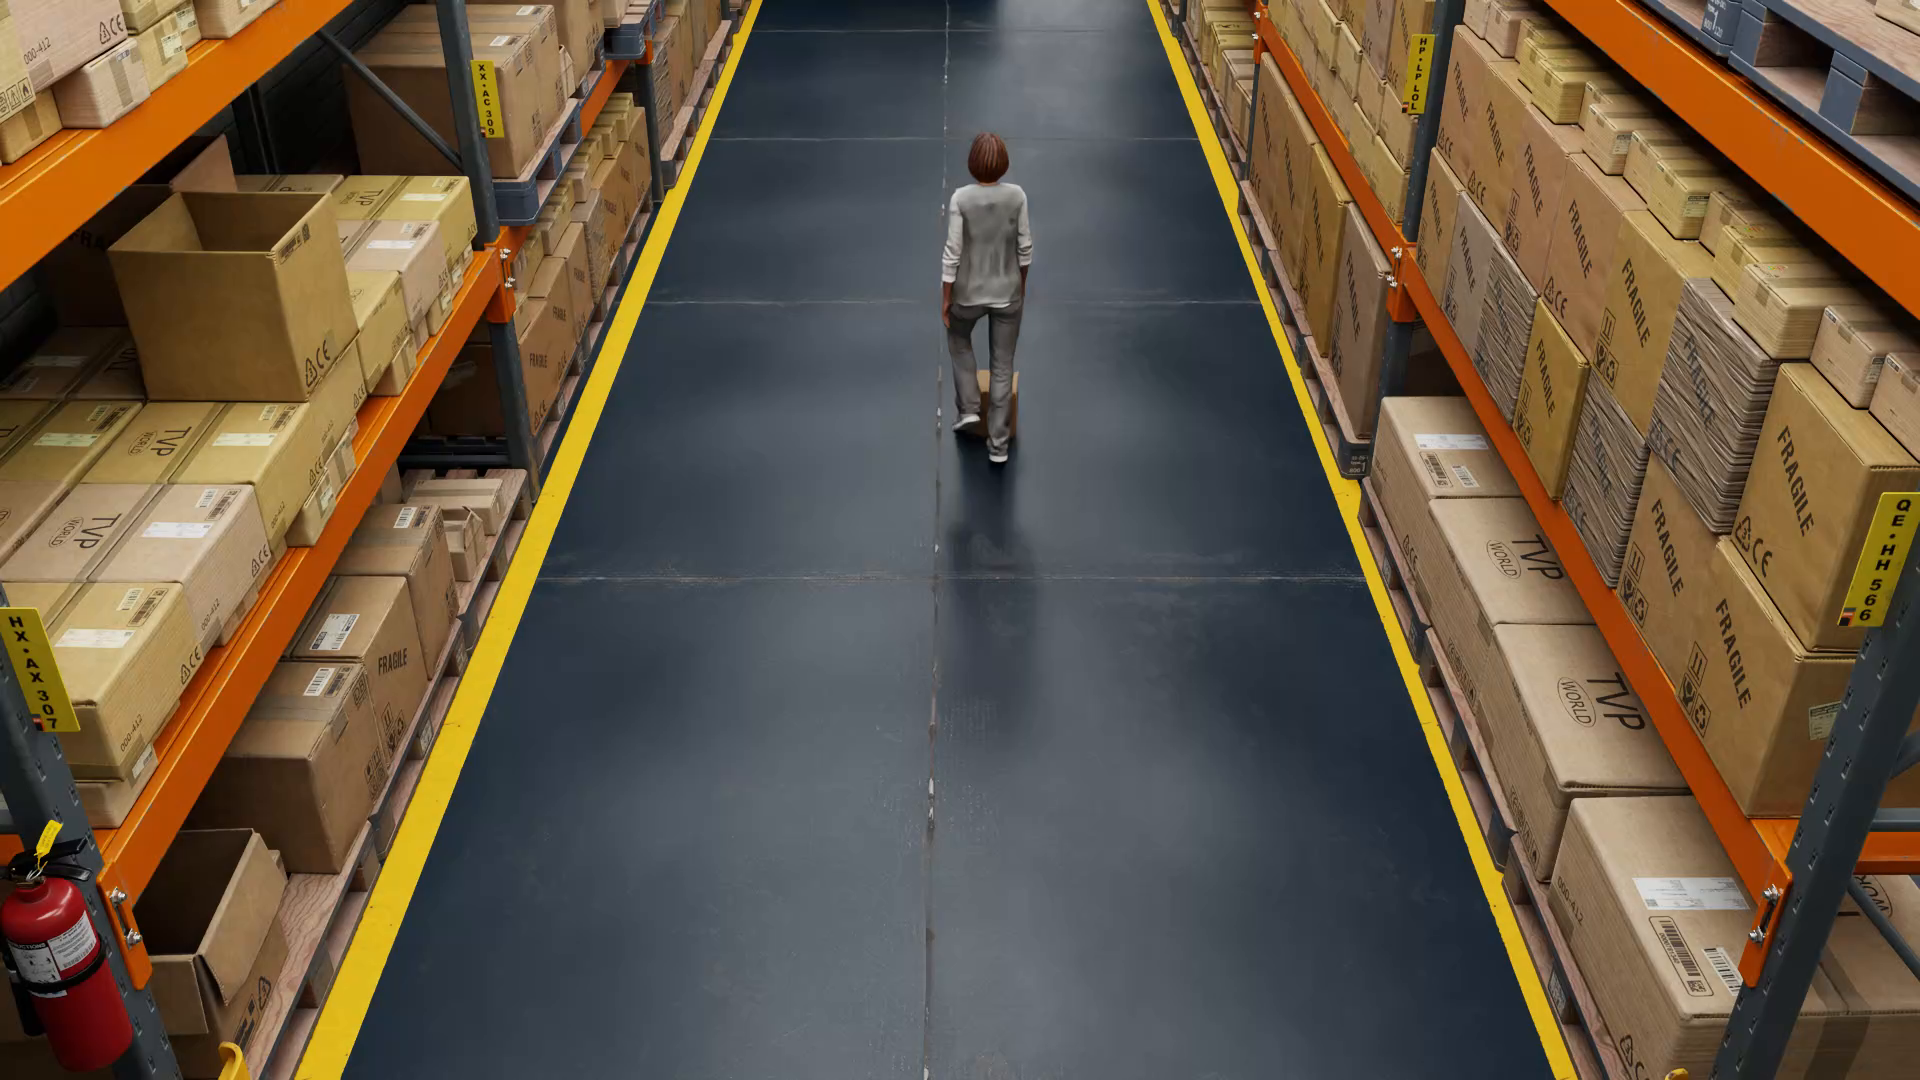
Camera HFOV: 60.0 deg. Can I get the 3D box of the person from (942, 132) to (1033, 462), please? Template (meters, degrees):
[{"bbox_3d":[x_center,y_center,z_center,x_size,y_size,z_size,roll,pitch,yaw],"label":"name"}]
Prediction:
[{"bbox_3d":[0.130,-1.138,7.968,0.444,1.629,0.546,-3,32,-4],"label":"person"}]
